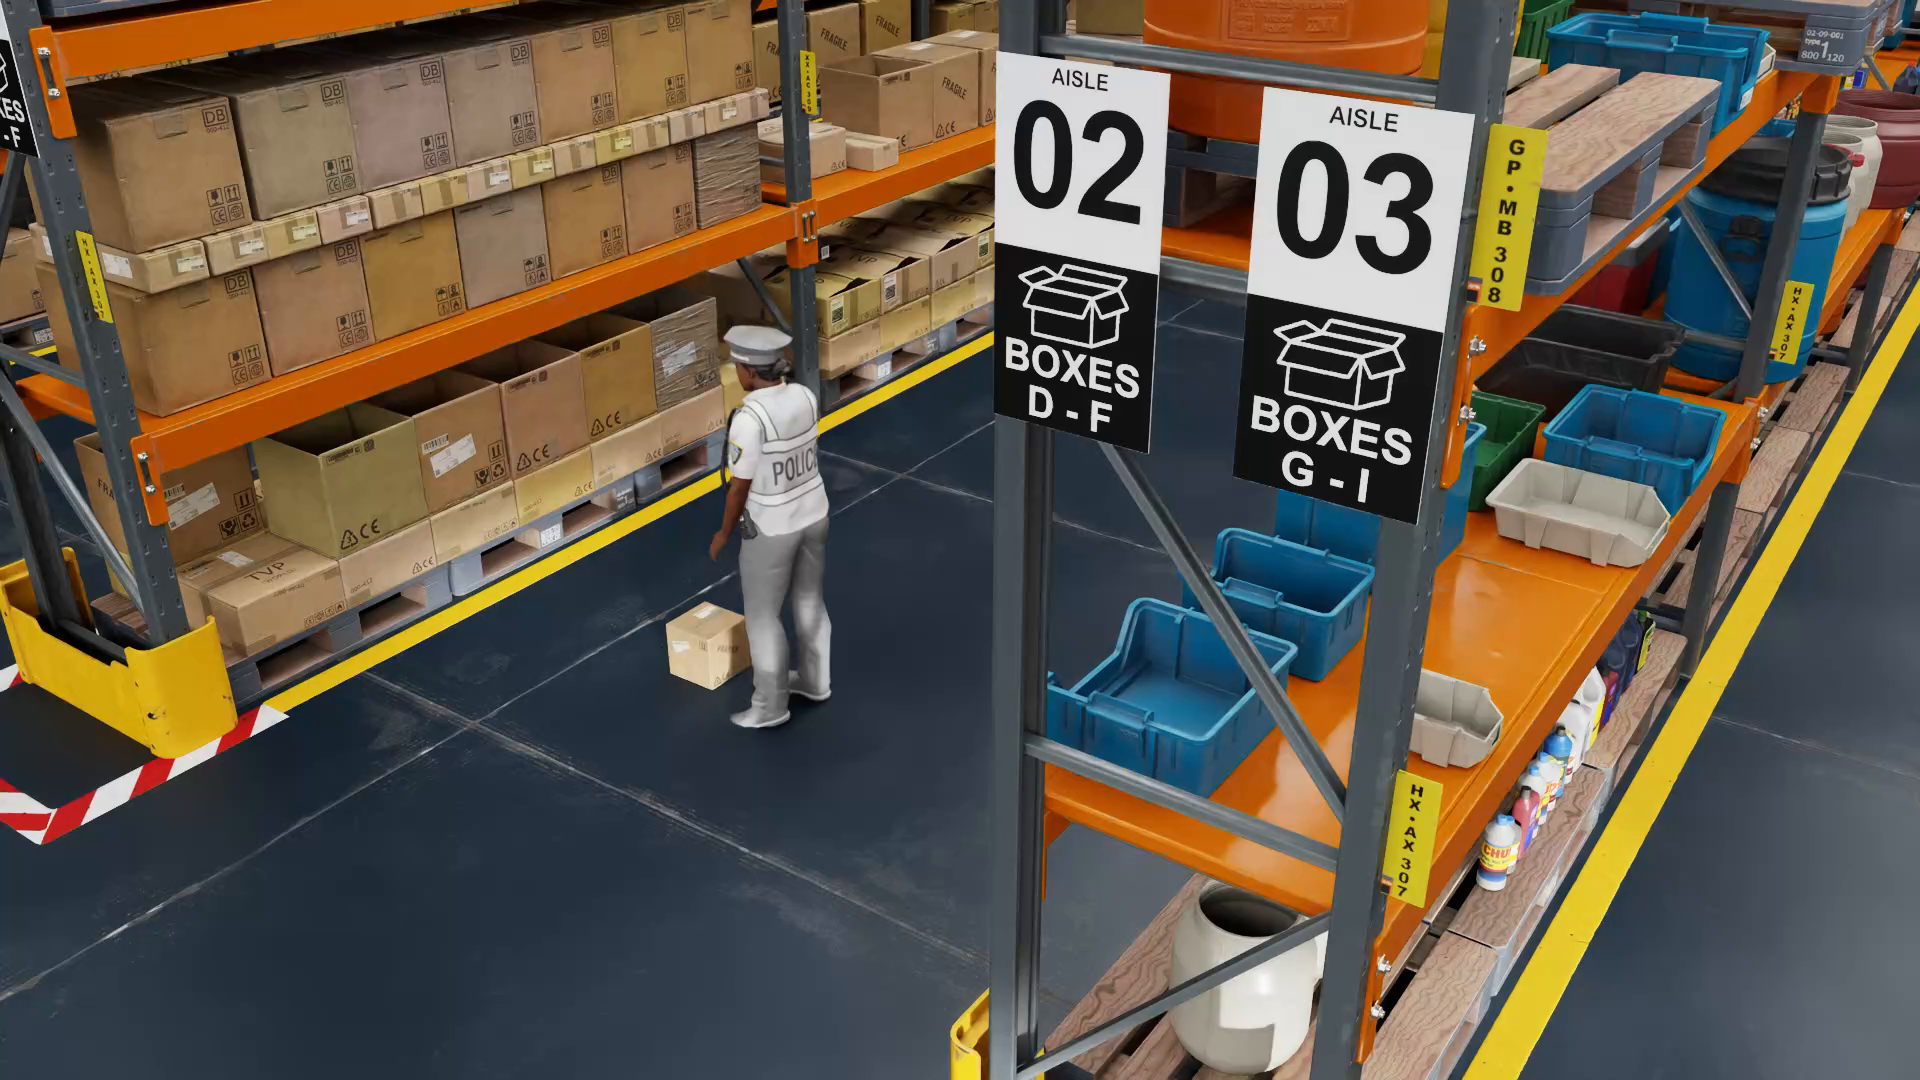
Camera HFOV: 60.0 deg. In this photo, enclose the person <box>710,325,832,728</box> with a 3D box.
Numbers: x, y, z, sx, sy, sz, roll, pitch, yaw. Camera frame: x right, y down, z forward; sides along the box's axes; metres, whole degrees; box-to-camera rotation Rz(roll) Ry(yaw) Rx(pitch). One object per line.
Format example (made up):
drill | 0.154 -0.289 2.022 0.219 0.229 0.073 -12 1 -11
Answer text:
person | -0.756 -0.021 6.701 0.392 1.713 0.471 19 33 32
